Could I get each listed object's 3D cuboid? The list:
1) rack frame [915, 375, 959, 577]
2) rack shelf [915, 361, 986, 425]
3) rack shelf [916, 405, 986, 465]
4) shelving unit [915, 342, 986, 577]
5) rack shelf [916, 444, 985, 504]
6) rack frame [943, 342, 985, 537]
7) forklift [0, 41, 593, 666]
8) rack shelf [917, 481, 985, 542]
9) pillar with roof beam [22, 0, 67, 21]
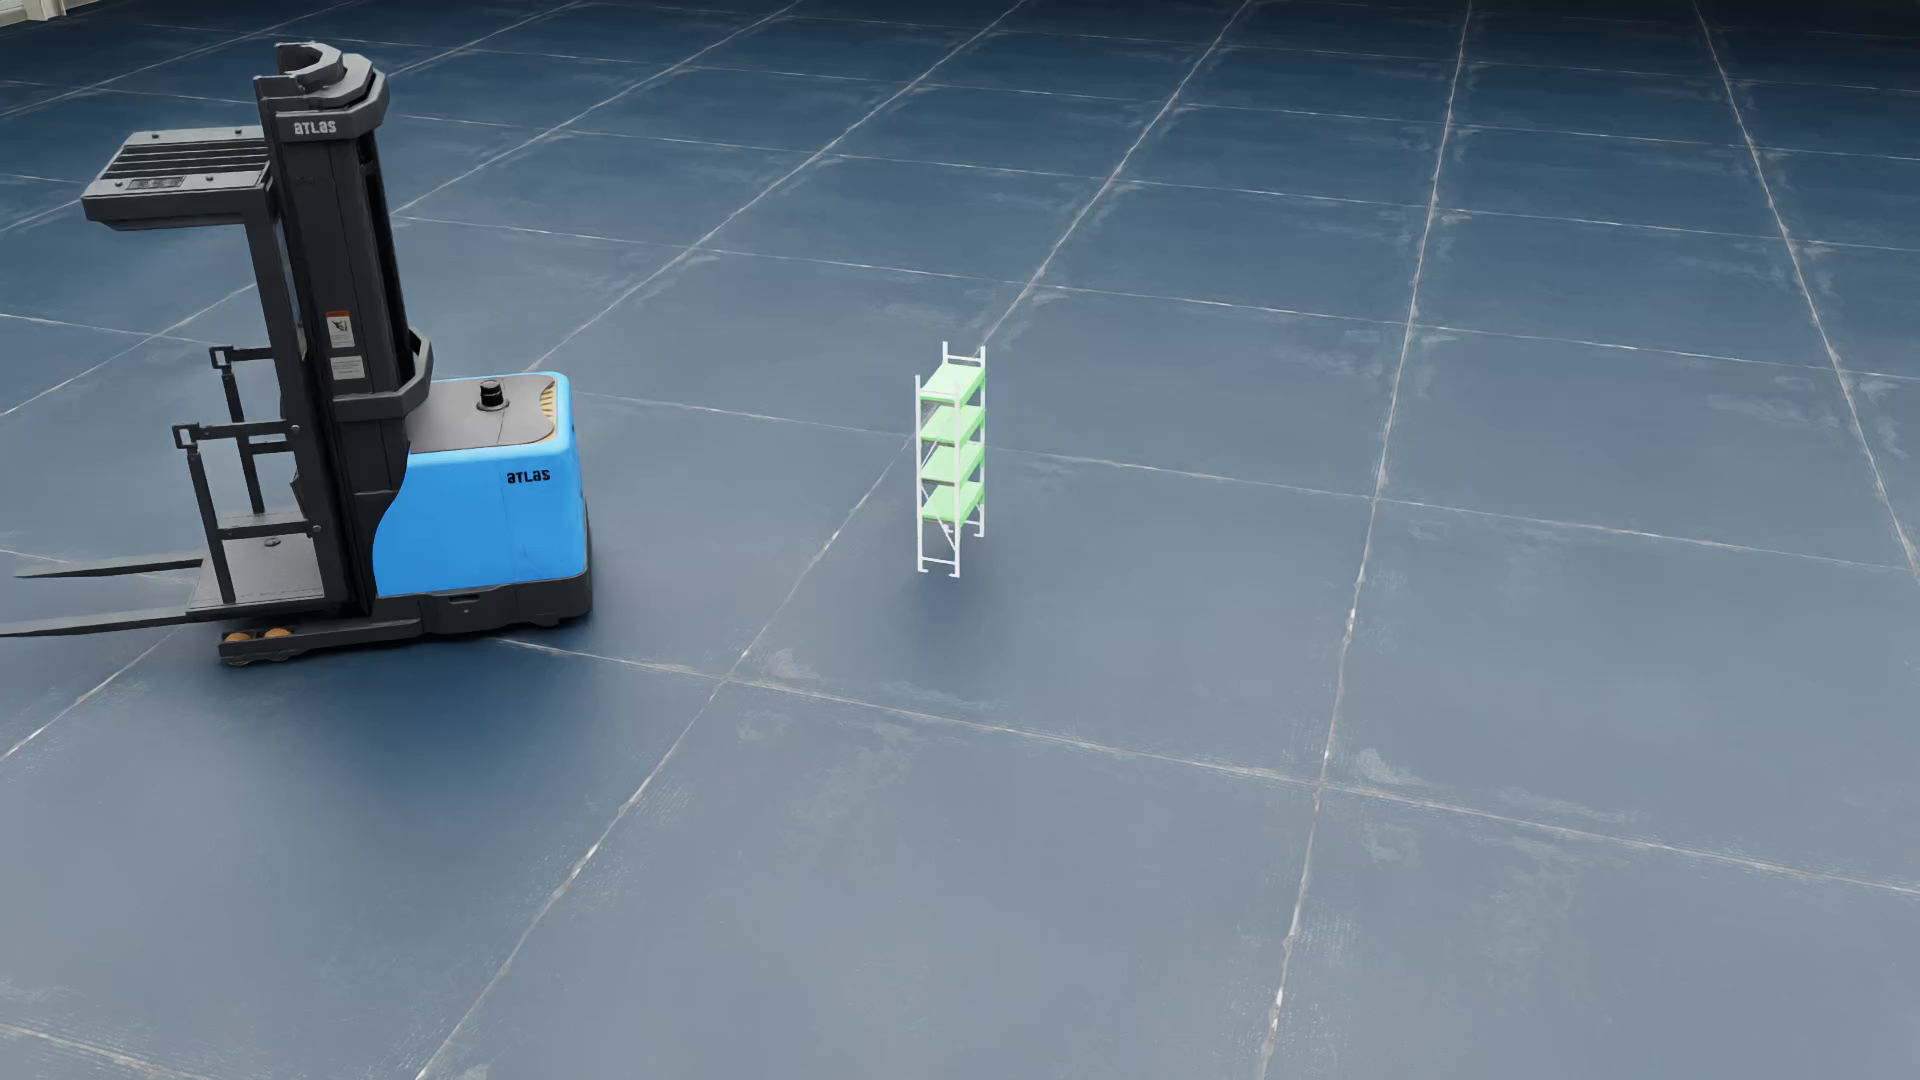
[{"bbox_3d":[-0.120,-0.334,9.116,0.240,1.200,0.015,8,30,15],"label":"rack frame"},{"bbox_3d":[-0.049,-0.811,9.118,0.258,0.148,0.480,8,30,15],"label":"rack shelf"},{"bbox_3d":[-0.049,-0.601,9.234,0.258,0.148,0.480,8,30,15],"label":"rack shelf"},{"bbox_3d":[-0.049,-0.447,9.320,0.258,1.200,0.503,8,30,15],"label":"shelving unit"},{"bbox_3d":[-0.049,-0.392,9.351,0.258,0.148,0.480,8,30,15],"label":"rack shelf"},{"bbox_3d":[0.023,-0.561,9.524,0.240,1.200,0.015,8,30,15],"label":"rack frame"},{"bbox_3d":[-3.551,-0.913,8.377,3.031,2.935,1.130,-6,30,-10],"label":"forklift"},{"bbox_3d":[-0.049,-0.182,9.468,0.258,0.148,0.480,8,30,15],"label":"rack shelf"},{"bbox_3d":[-8.200,-10.369,19.134,9.100,9.000,0.400,8,30,15],"label":"pillar with roof beam"}]
